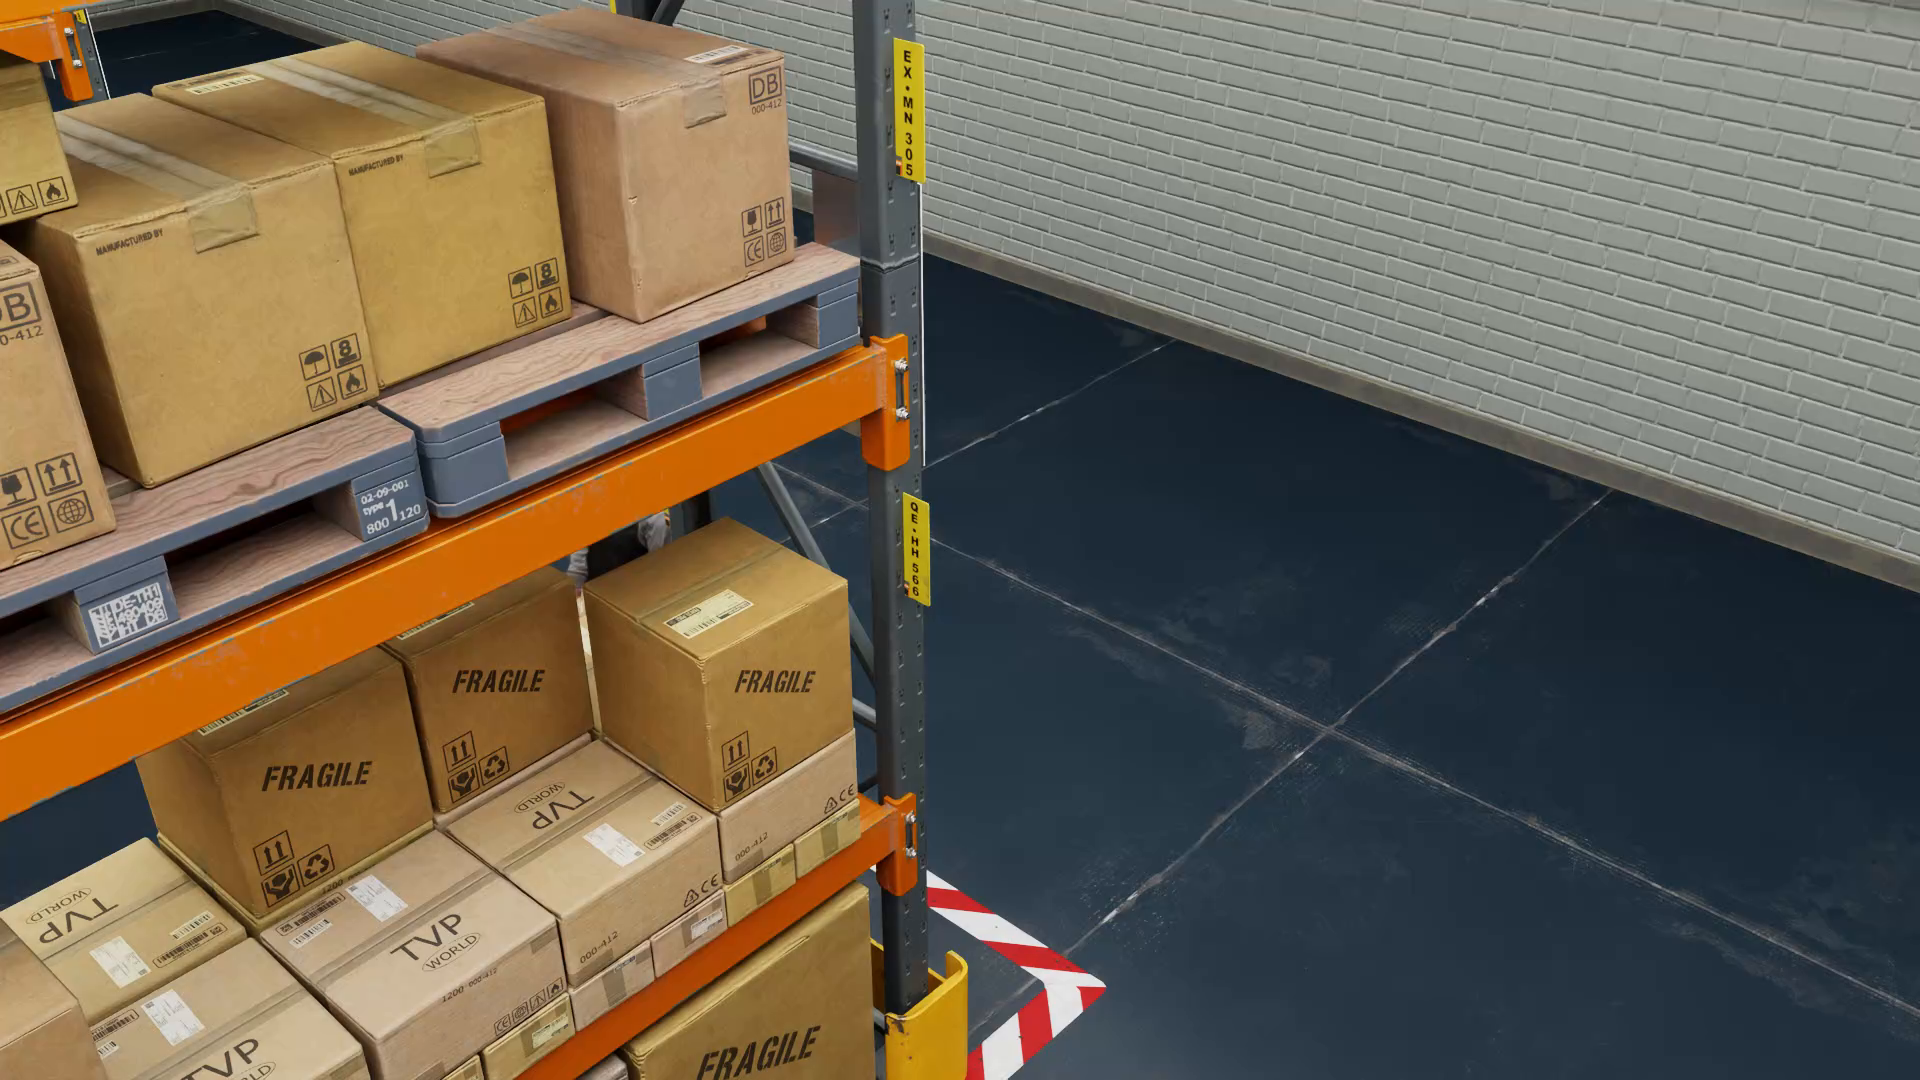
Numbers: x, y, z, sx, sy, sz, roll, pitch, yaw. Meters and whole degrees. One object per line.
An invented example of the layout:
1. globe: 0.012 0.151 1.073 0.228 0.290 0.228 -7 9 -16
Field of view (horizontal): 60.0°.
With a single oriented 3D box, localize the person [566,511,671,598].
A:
1. person: -1.325 0.290 6.670 0.544 1.728 0.482 24 39 34
